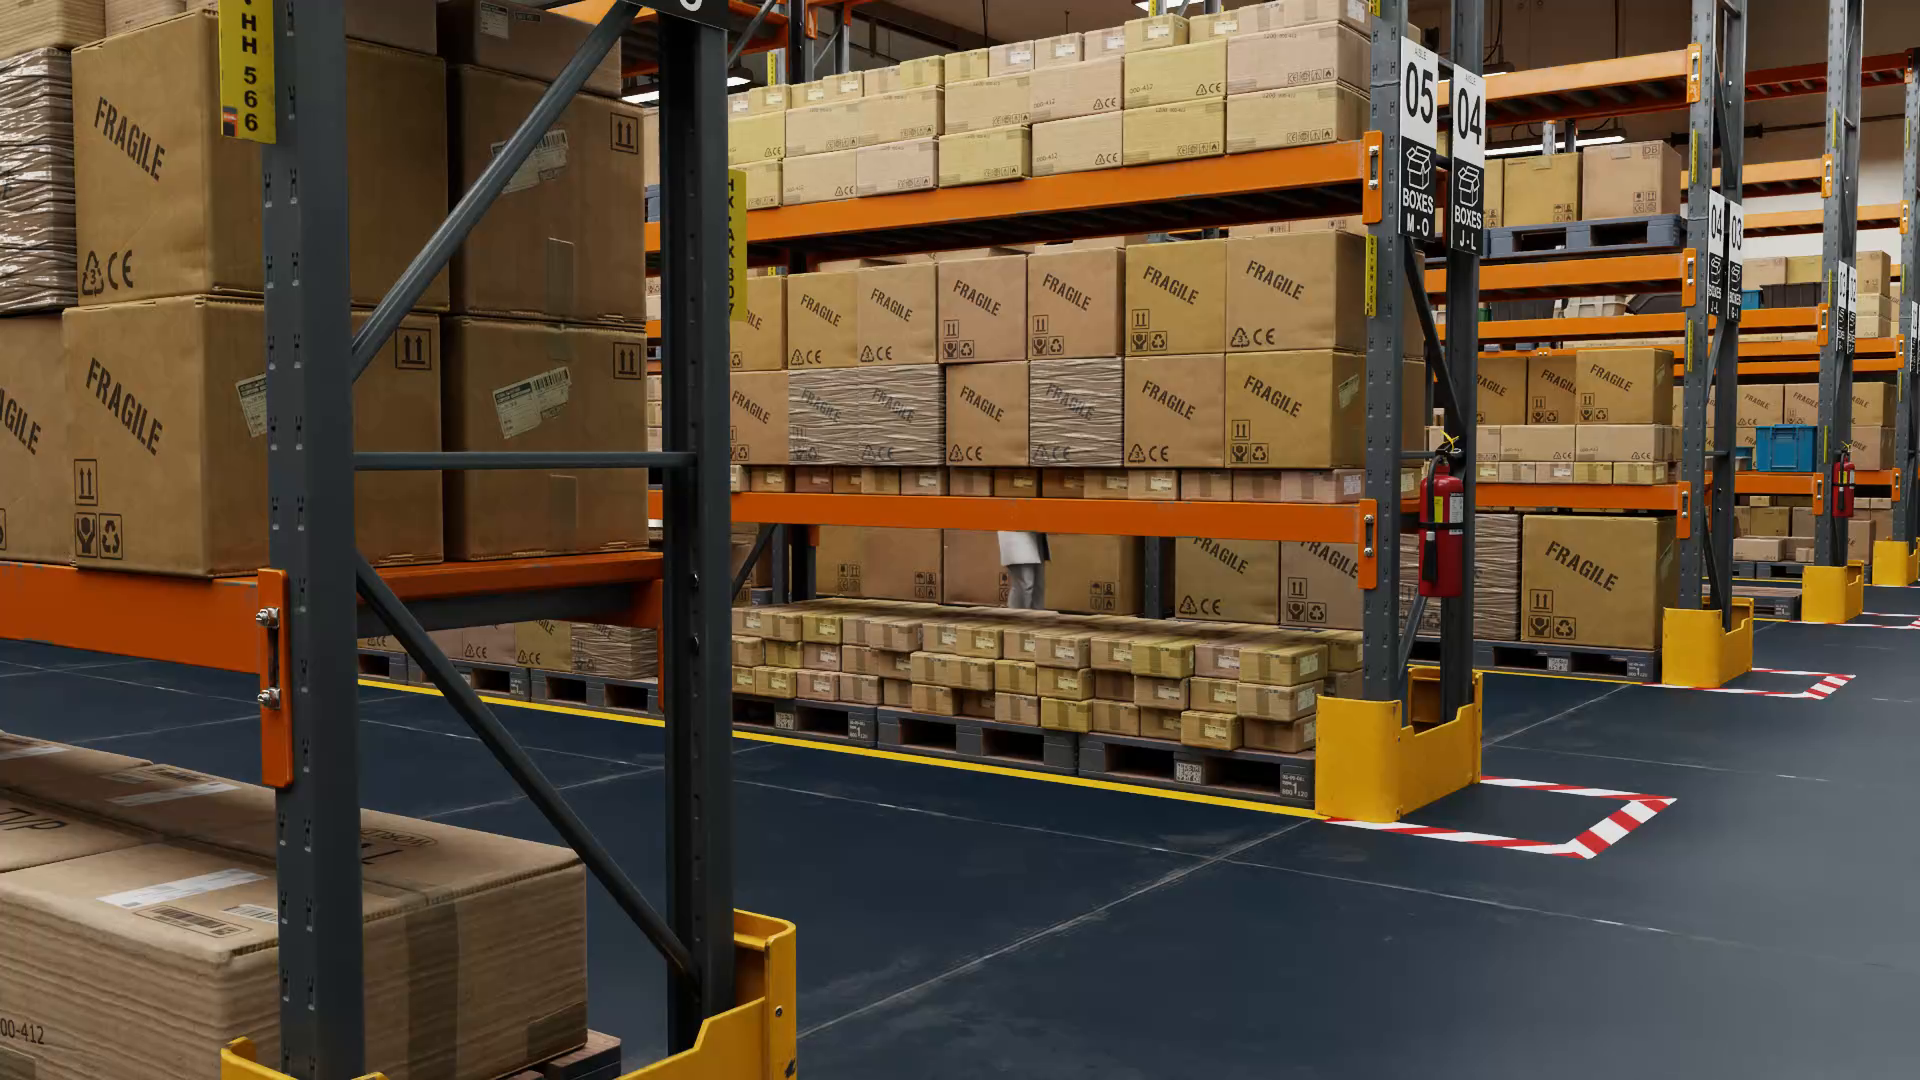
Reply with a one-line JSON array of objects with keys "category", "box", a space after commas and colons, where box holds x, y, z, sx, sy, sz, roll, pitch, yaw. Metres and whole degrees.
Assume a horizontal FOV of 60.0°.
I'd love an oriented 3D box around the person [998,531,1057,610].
[{"category": "person", "box": [0.562, -0.031, 12.476, 0.554, 1.773, 0.528, 2, 4, 30]}]
